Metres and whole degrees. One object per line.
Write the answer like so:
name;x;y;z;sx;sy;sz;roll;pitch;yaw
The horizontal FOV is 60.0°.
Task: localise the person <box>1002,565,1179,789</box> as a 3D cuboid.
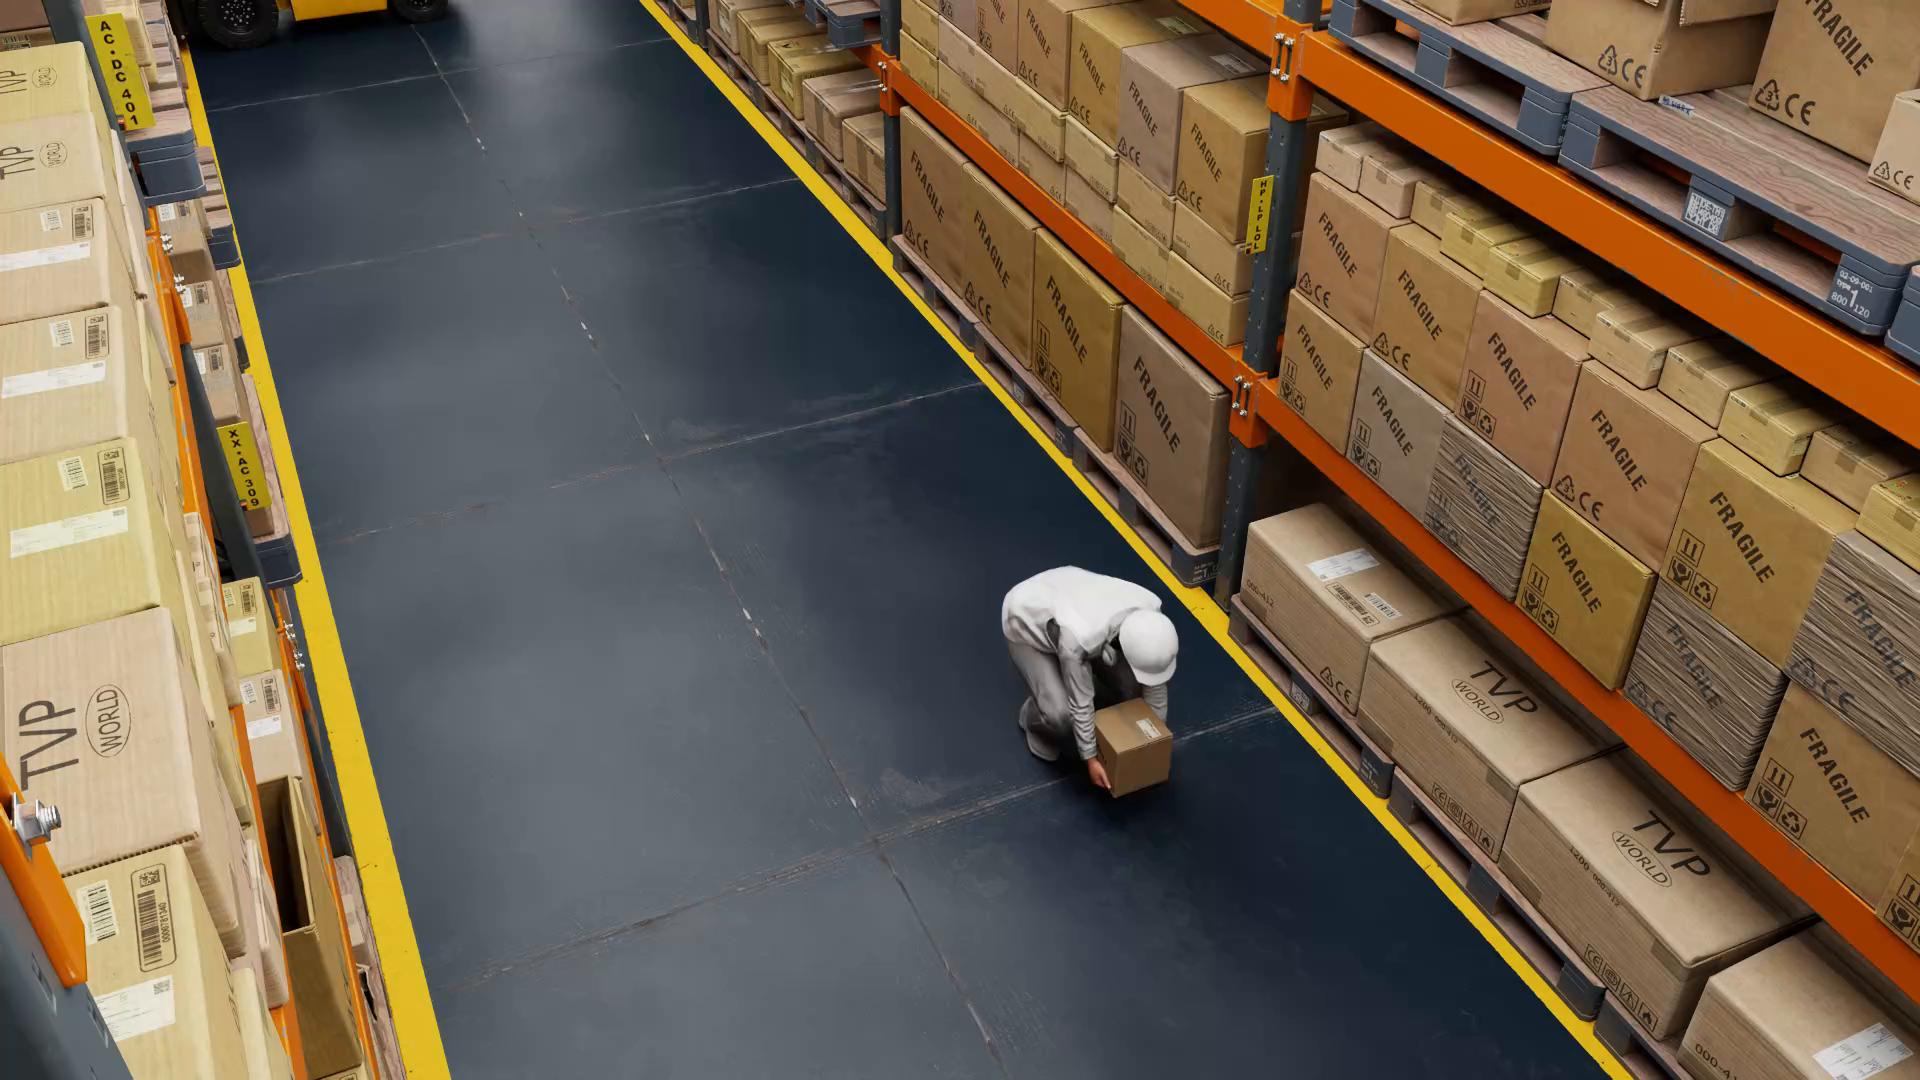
person;0.538;0.514;6.803;0.507;1.000;0.924;-17;40;-21
